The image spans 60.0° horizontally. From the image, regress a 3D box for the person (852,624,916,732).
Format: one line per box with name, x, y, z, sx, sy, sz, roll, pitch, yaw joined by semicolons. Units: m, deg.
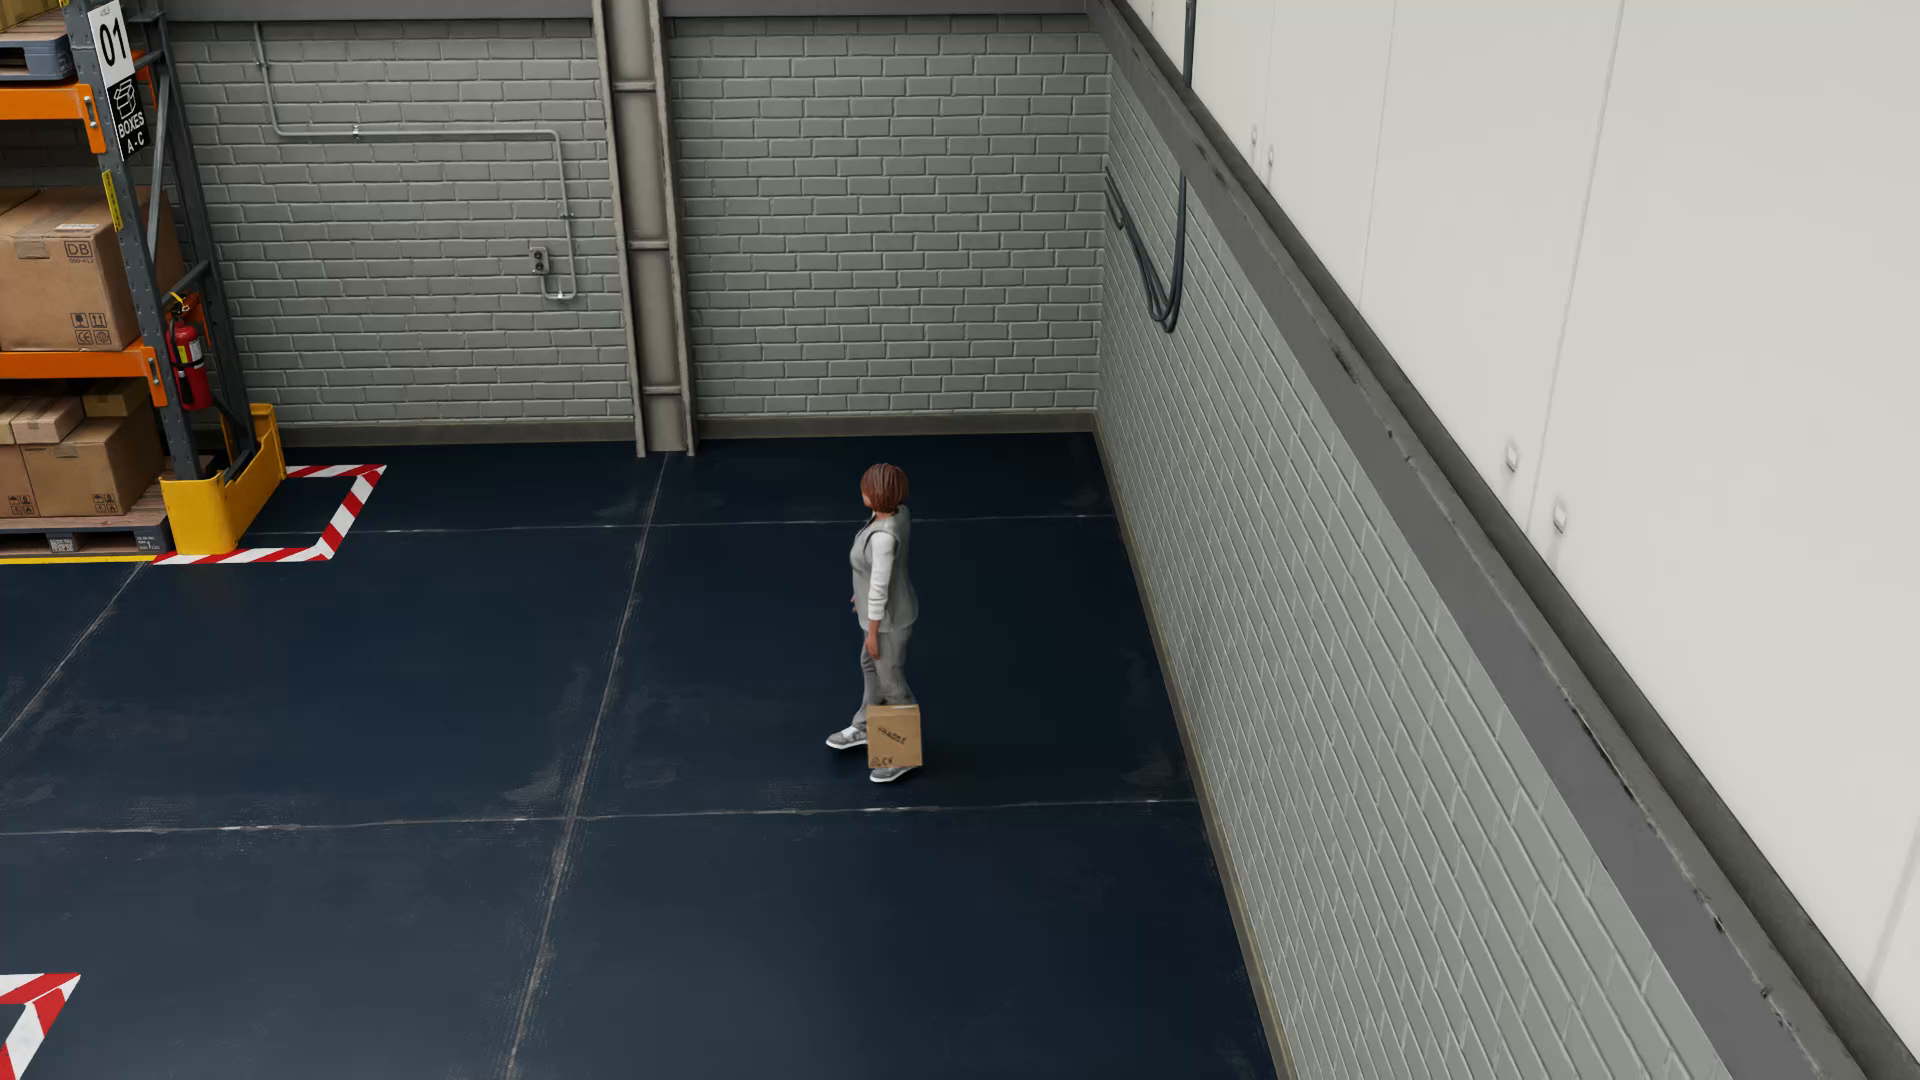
person;-0.364;0.619;8.028;0.351;0.890;0.353;0;28;0
